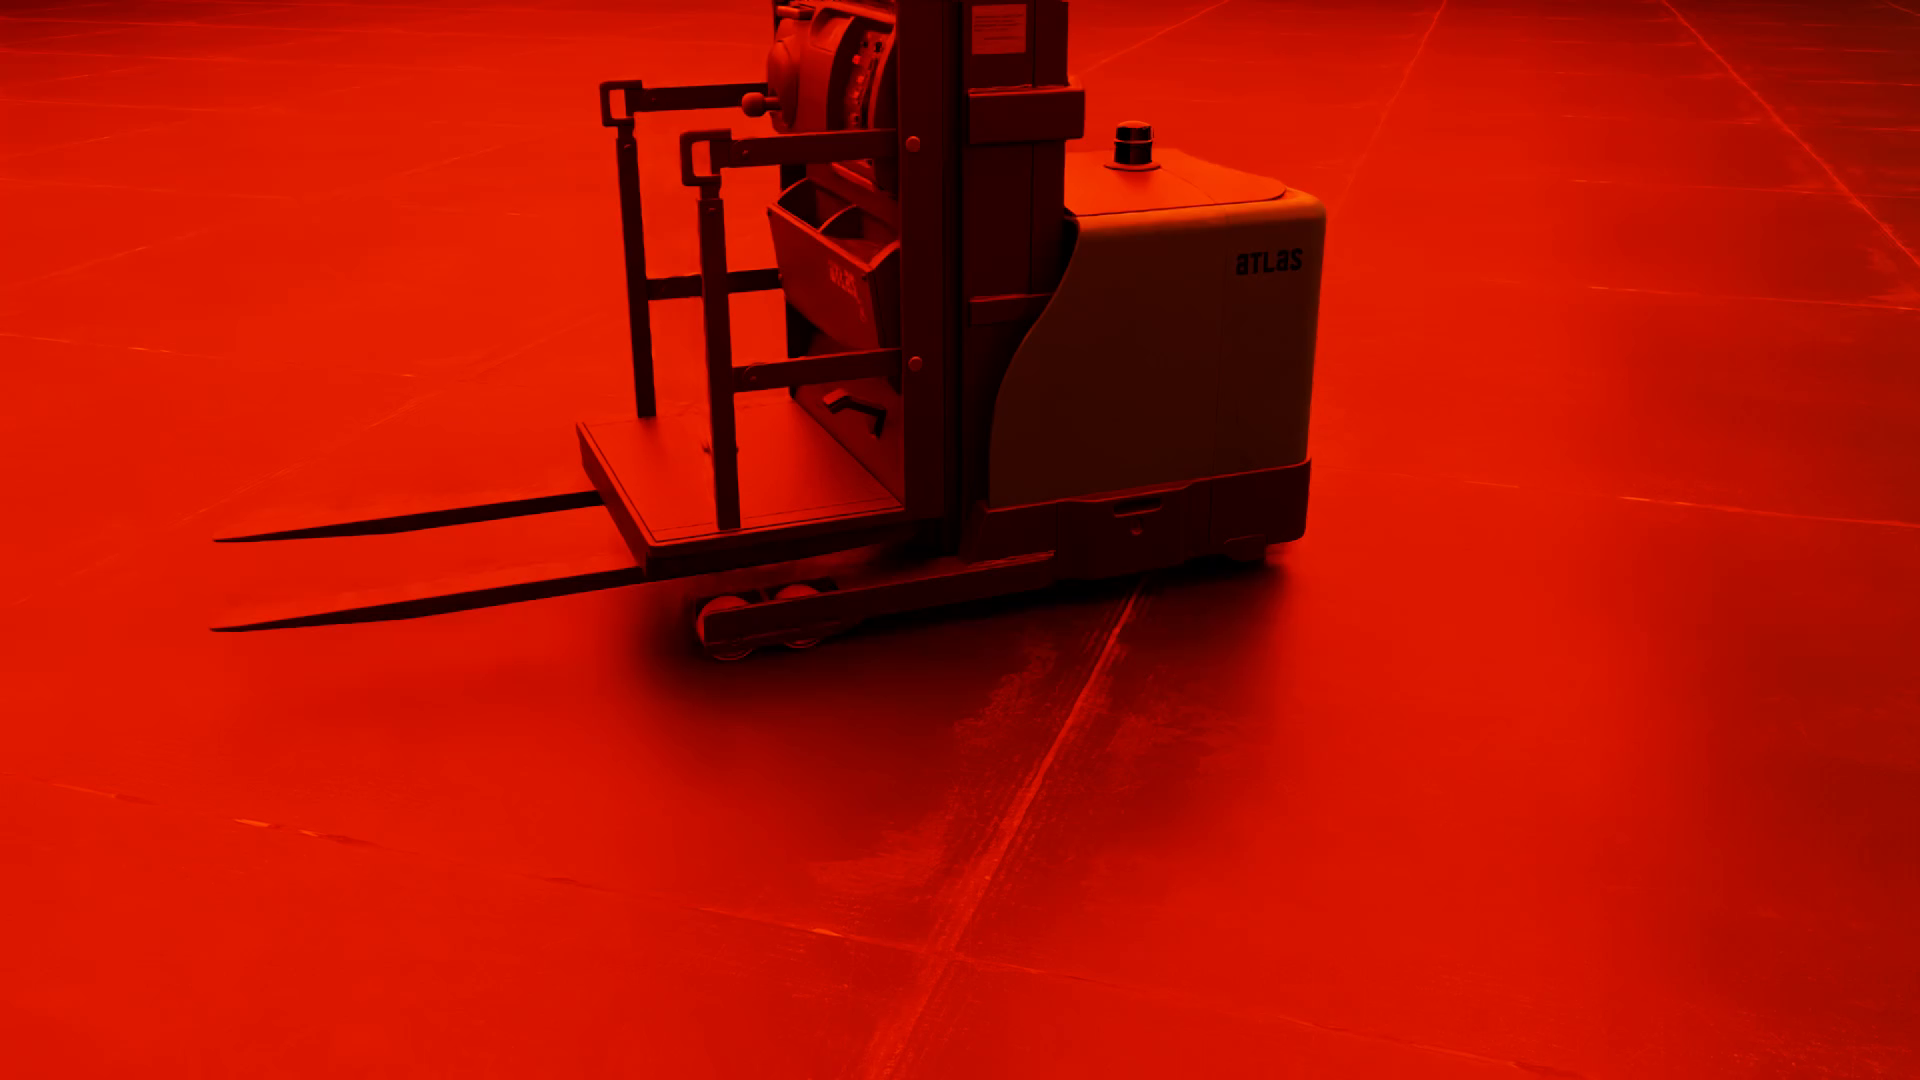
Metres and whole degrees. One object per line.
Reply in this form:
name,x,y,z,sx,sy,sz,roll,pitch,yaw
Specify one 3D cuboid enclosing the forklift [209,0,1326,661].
forklift,-0.532,-1.267,4.347,3.031,2.935,1.130,-9,24,-20
